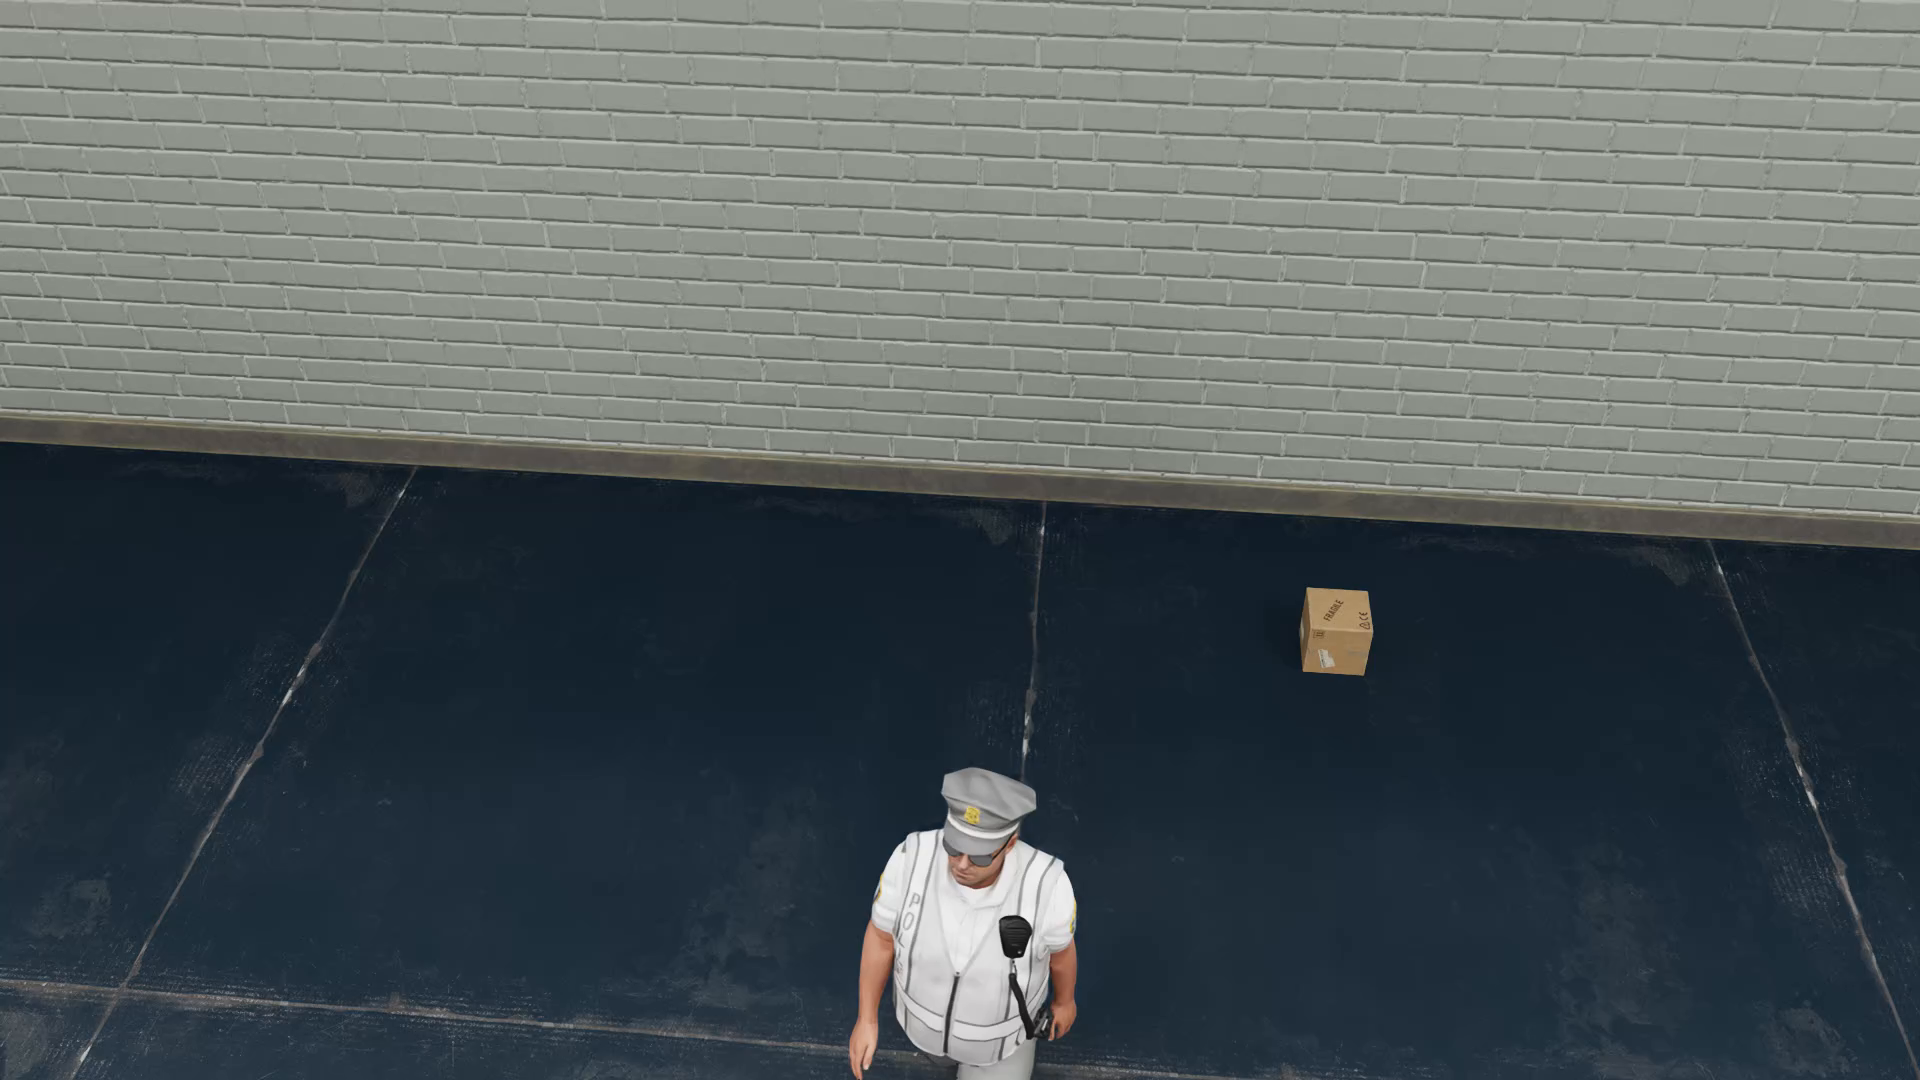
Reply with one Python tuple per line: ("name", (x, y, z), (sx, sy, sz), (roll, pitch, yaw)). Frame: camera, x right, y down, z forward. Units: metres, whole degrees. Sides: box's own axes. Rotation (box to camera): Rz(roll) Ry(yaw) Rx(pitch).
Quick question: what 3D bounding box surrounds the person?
("person", (0.002, 1.301, 4.568), (0.564, 1.722, 1.040), (13, 42, 15))
